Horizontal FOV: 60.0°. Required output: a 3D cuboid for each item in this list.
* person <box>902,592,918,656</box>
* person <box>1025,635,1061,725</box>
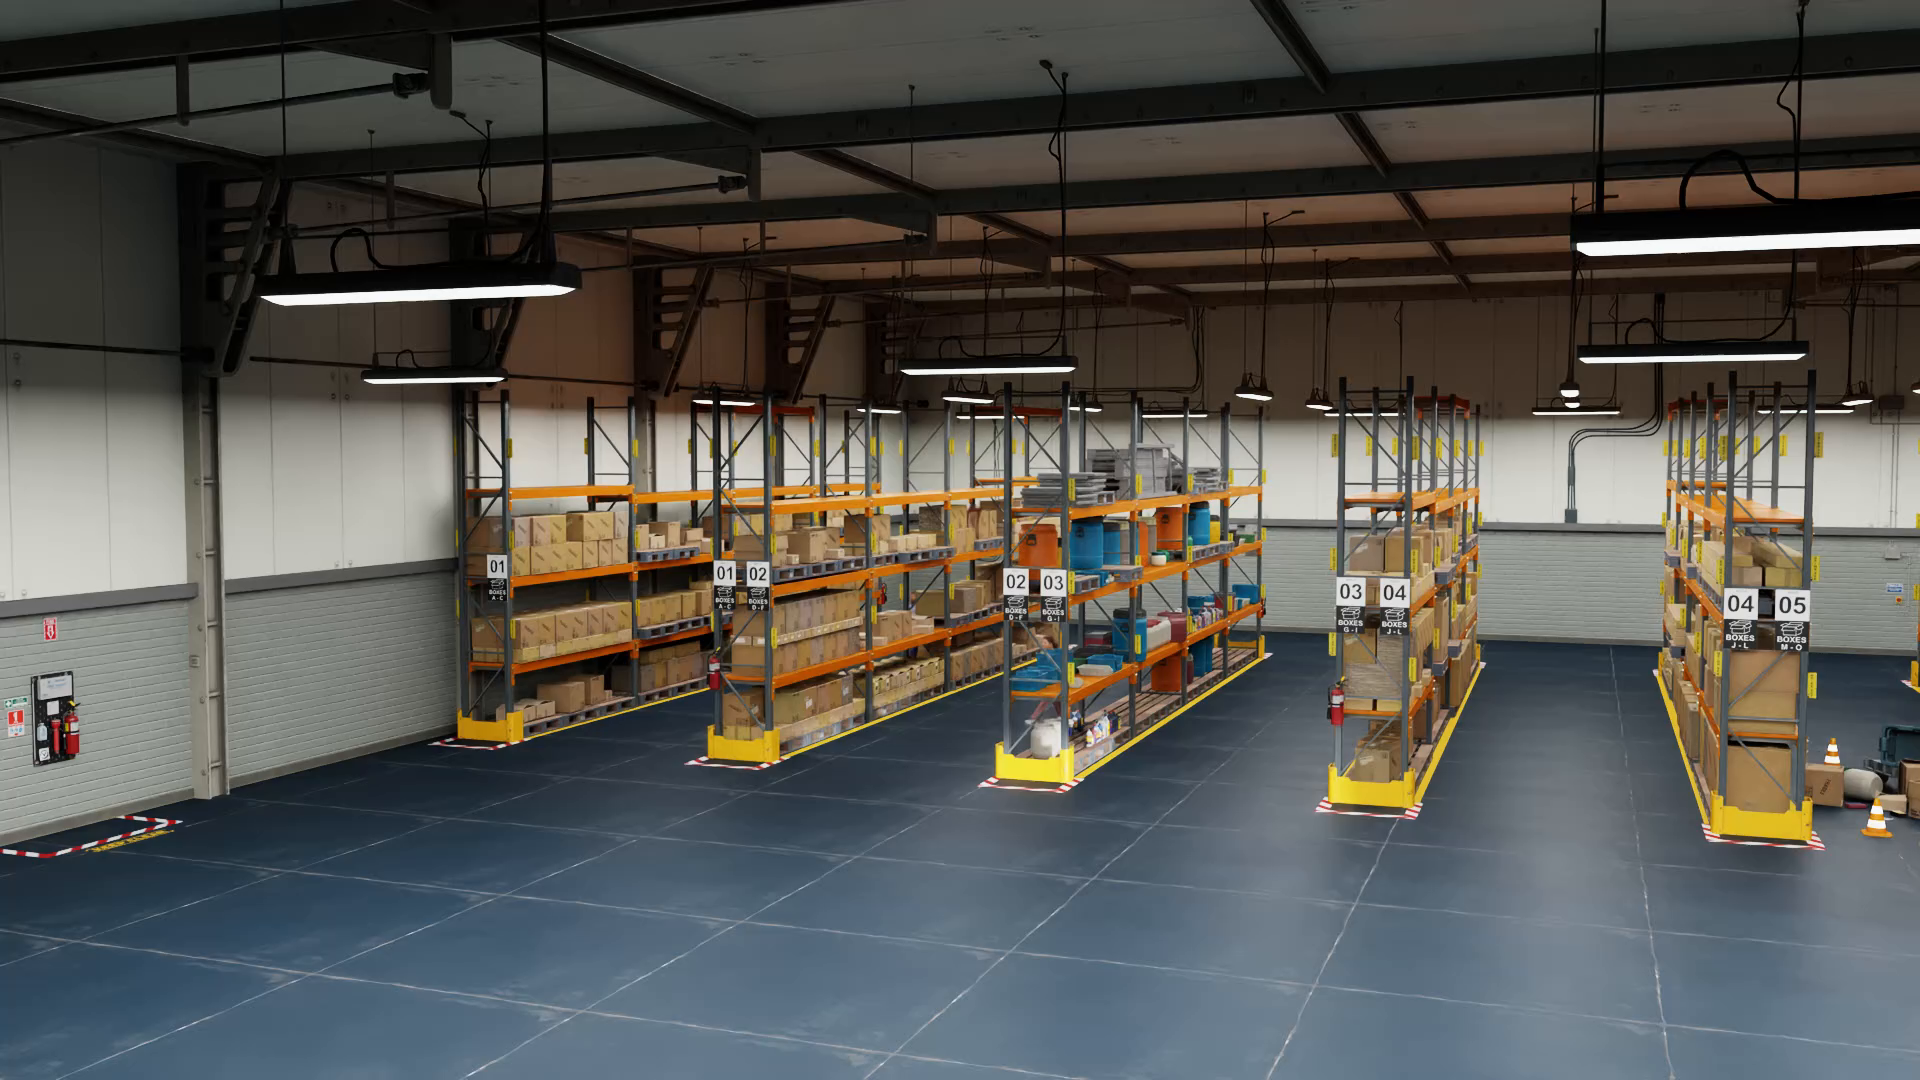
[{"bbox_3d":[-1.145,2.030,39.373,0.503,1.581,1.053,1,3,18],"label":"person"},{"bbox_3d":[1.546,2.522,29.975,1.044,1.615,0.472,-2,4,-27],"label":"person"}]
